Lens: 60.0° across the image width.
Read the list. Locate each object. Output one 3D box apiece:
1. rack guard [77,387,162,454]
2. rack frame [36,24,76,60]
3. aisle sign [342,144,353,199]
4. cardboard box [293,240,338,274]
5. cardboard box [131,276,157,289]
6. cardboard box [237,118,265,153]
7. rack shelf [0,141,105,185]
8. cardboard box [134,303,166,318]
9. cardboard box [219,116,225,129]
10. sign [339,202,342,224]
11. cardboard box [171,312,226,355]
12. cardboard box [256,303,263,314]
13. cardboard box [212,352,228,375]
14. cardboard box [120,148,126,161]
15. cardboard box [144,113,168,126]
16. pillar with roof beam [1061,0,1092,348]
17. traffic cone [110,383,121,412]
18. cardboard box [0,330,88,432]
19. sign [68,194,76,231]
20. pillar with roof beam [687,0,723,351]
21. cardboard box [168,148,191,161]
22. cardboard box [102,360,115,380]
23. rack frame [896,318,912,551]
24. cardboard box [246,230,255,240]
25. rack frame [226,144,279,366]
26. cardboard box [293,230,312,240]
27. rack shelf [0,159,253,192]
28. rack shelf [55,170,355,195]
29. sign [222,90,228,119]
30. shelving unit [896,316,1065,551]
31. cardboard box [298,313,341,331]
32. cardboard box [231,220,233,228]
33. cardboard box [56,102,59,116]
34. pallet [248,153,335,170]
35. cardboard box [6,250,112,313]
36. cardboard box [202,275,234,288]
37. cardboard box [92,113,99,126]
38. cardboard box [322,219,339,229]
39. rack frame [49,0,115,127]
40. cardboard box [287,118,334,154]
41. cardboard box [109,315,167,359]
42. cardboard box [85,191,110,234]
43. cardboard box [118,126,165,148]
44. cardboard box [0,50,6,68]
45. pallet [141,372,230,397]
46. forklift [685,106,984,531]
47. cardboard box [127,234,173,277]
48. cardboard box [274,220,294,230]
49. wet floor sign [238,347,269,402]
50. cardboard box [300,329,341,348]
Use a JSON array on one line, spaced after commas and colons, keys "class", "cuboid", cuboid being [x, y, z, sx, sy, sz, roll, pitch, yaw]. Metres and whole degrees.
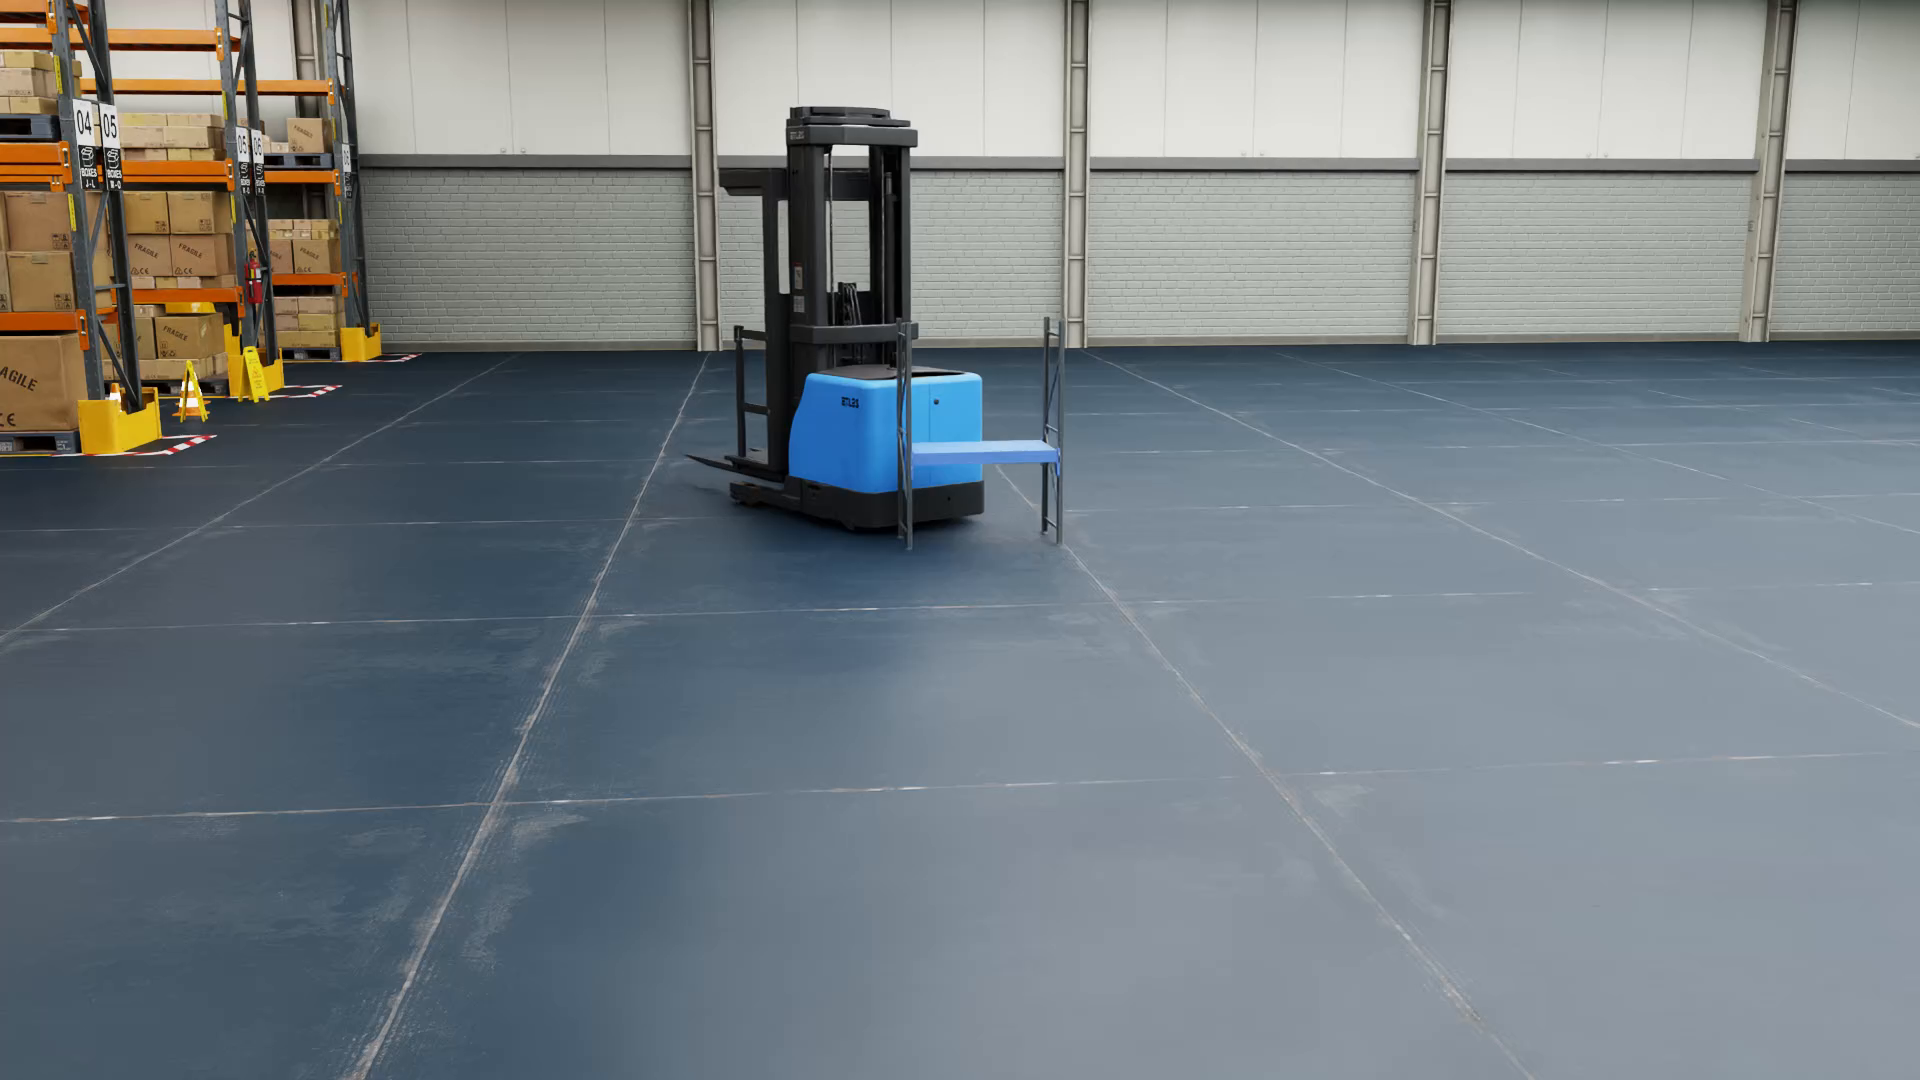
[{"class": "rack guard", "cuboid": [-8.044, -1.153, 15.937, 0.348, 0.500, 1.175, -1, 11, -6]}, {"class": "rack frame", "cuboid": [-13.219, -7.138, 24.350, 0.127, 3.000, 1.000, -1, 11, -6]}, {"class": "aisle sign", "cuboid": [-9.145, -5.499, 24.822, 0.004, 0.787, 0.394, -1, 11, -6]}, {"class": "cardboard box", "cuboid": [-9.703, -4.266, 25.035, 0.500, 0.500, 0.500, -1, 11, -7]}, {"class": "cardboard box", "cuboid": [-9.801, -3.115, 20.089, 0.250, 0.149, 0.380, -1, 11, -5]}, {"class": "cardboard box", "cuboid": [-10.685, -5.996, 24.708, 0.500, 0.500, 0.700, -1, 11, -6]}, {"class": "rack shelf", "cuboid": [-10.056, -3.456, 15.261, 4.000, 0.370, 1.077, -1, 11, -6]}, {"class": "cardboard box", "cuboid": [-9.829, -2.782, 20.157, 0.250, 0.149, 0.380, -1, 11, -4]}, {"class": "cardboard box", "cuboid": [-9.078, -5.098, 20.330, 0.250, 0.149, 0.380, -1, 11, -6]}, {"class": "sign", "cuboid": [-9.198, -4.858, 24.687, 0.005, 0.325, 0.100, -1, 11, -6]}, {"class": "cardboard box", "cuboid": [-9.558, -2.587, 20.845, 0.500, 0.500, 0.500, -2, 11, -8]}, {"class": "cardboard box", "cuboid": [-10.674, -3.532, 25.005, 0.500, 0.250, 0.500, -1, 11, -5]}, {"class": "cardboard box", "cuboid": [-9.534, -2.219, 20.920, 0.500, 0.250, 0.500, -1, 11, -7]}, {"class": "cardboard box", "cuboid": [-10.040, -4.596, 19.848, 0.250, 0.149, 0.380, -1, 11, -7]}, {"class": "cardboard box", "cuboid": [-9.519, -4.996, 19.810, 0.250, 0.149, 0.380, -1, 11, -7]}, {"class": "pillar with roof beam", "cuboid": [2.363, -6.804, 22.652, 0.400, 9.000, 9.100, -1, 11, -6]}, {"class": "traffic cone", "cuboid": [-8.749, -1.396, 17.267, 0.334, 0.463, 0.336, -1, 11, -6]}, {"class": "cardboard box", "cuboid": [-8.735, -1.516, 15.721, 0.875, 0.875, 0.875, -1, 11, -6]}, {"class": "sign", "cuboid": [-8.023, -2.959, 15.028, 0.005, 0.325, 0.100, -1, 11, -6]}, {"class": "pillar with roof beam", "cuboid": [-3.602, -6.679, 22.016, 0.400, 9.000, 9.100, -1, 11, -6]}, {"class": "cardboard box", "cuboid": [-9.271, -4.602, 19.877, 0.250, 0.149, 0.380, -1, 11, -6]}, {"class": "cardboard box", "cuboid": [-10.513, -2.093, 20.280, 0.500, 0.250, 0.500, -2, 11, -8]}, {"class": "rack frame", "cuboid": [-0.372, -0.711, 11.098, 0.032, 1.500, 0.500, -2, 11, -10]}, {"class": "cardboard box", "cuboid": [-10.580, -4.562, 24.857, 0.250, 0.149, 0.380, -2, 11, -8]}, {"class": "rack frame", "cuboid": [-8.703, -3.326, 20.511, 0.127, 3.000, 1.000, -1, 11, -6]}, {"class": "cardboard box", "cuboid": [-9.808, -4.573, 24.914, 0.250, 0.149, 0.380, -1, 11, -5]}, {"class": "rack shelf", "cuboid": [-10.691, -4.403, 20.079, 4.000, 0.370, 1.077, -1, 11, -6]}, {"class": "rack shelf", "cuboid": [-11.231, -5.355, 24.921, 4.000, 0.370, 1.077, -1, 11, -6]}, {"class": "sign", "cuboid": [-8.663, -5.126, 19.593, 0.005, 0.325, 0.100, -1, 11, -6]}, {"class": "shelving unit", "cuboid": [0.129, -0.728, 11.182, 1.048, 1.500, 0.538, -2, 11, -10]}, {"class": "cardboard box", "cuboid": [-9.692, -3.310, 25.173, 0.500, 0.250, 0.500, -1, 11, -7]}, {"class": "cardboard box", "cuboid": [-10.834, -4.698, 24.775, 0.250, 0.149, 0.380, -1, 11, -5]}, {"class": "cardboard box", "cuboid": [-8.443, -4.037, 15.654, 0.250, 0.149, 0.380, -1, 11, -6]}, {"class": "pallet", "cuboid": [-9.948, -5.697, 25.022, 1.213, 0.211, 1.003, -1, 11, -6]}, {"class": "cardboard box", "cuboid": [-8.432, -2.436, 15.595, 0.550, 0.550, 0.875, -1, 11, -6]}, {"class": "cardboard box", "cuboid": [-9.051, -3.154, 20.287, 0.250, 0.149, 0.380, -1, 11, -4]}, {"class": "cardboard box", "cuboid": [-10.284, -4.996, 19.813, 0.250, 0.149, 0.380, -2, 11, -8]}, {"class": "cardboard box", "cuboid": [-9.599, -4.825, 25.425, 0.250, 0.149, 0.380, -1, 11, -7]}, {"class": "rack frame", "cuboid": [-8.068, -5.323, 15.115, 0.127, 3.000, 1.000, -1, 11, -6]}, {"class": "cardboard box", "cuboid": [-9.656, -5.998, 24.719, 0.500, 0.500, 0.500, -1, 11, -4]}, {"class": "cardboard box", "cuboid": [-9.989, -2.473, 20.266, 0.500, 0.500, 0.500, -1, 11, -4]}, {"class": "cardboard box", "cuboid": [-10.187, -3.920, 19.909, 0.500, 0.500, 0.700, -1, 11, -7]}, {"class": "cardboard box", "cuboid": [-9.684, -4.800, 19.852, 0.500, 0.250, 0.500, -1, 11, -7]}, {"class": "cardboard box", "cuboid": [-8.614, -4.297, 14.909, 0.250, 0.149, 0.380, -1, 11, -6]}, {"class": "pallet", "cuboid": [-9.590, -1.946, 20.721, 1.213, 0.211, 1.003, -1, 11, -6]}, {"class": "forklift", "cuboid": [-1.113, -1.737, 12.603, 1.130, 2.935, 3.031, -8, 14, -36]}, {"class": "cardboard box", "cuboid": [-9.711, -3.448, 20.098, 0.500, 0.500, 0.500, -1, 11, -6]}, {"class": "cardboard box", "cuboid": [-10.075, -4.722, 24.898, 0.250, 0.149, 0.380, -1, 11, -5]}, {"class": "wet floor sign", "cuboid": [-8.398, -1.970, 19.715, 0.232, 0.644, 0.267, 3, 11, 14]}, {"class": "cardboard box", "cuboid": [-9.675, -3.065, 25.220, 0.500, 0.250, 0.500, -1, 11, -6]}]
